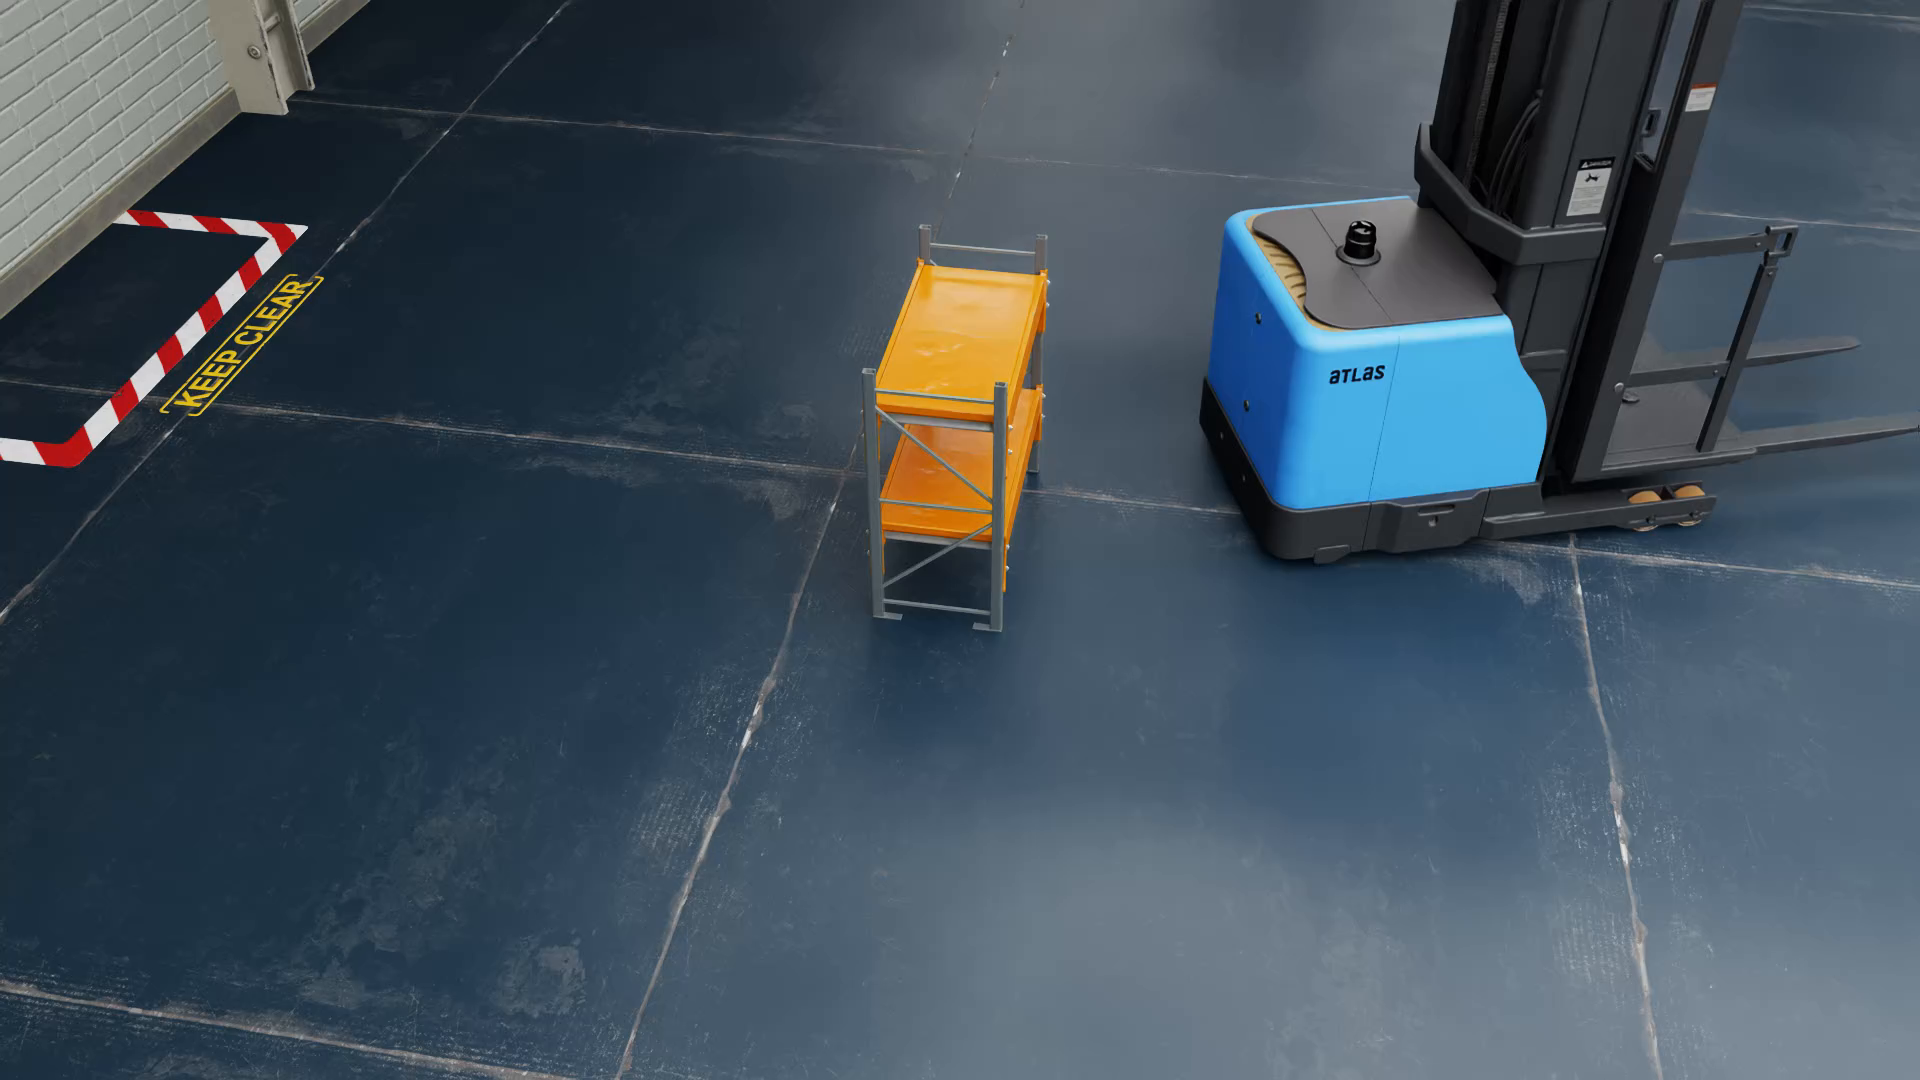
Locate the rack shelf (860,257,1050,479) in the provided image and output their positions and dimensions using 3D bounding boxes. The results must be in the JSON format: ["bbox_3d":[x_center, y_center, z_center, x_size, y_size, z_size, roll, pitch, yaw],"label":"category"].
[{"bbox_3d":[0.001,-0.663,6.210,0.538,0.278,1.000,6,40,8],"label":"rack shelf"}]

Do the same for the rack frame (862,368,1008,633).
[{"bbox_3d":[-0.087,-0.119,6.011,0.500,1.125,0.032,6,40,8],"label":"rack frame"}]

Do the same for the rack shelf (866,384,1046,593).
[{"bbox_3d":[0.001,-0.249,6.553,0.538,0.278,1.000,6,40,8],"label":"rack shelf"}]

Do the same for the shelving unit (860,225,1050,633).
[{"bbox_3d":[0.001,-0.438,6.397,0.538,1.125,1.048,6,40,8],"label":"shelving unit"}]

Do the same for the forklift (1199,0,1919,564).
[{"bbox_3d":[2.612,-1.490,6.252,3.031,2.935,1.130,-7,40,-8],"label":"forklift"}]

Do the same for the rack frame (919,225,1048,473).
[{"bbox_3d":[0.089,-0.757,6.783,0.500,1.125,0.032,6,40,8],"label":"rack frame"}]

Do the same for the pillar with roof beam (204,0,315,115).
[{"bbox_3d":[0.153,-5.631,6.498,9.100,9.000,0.400,6,40,8],"label":"pillar with roof beam"}]
